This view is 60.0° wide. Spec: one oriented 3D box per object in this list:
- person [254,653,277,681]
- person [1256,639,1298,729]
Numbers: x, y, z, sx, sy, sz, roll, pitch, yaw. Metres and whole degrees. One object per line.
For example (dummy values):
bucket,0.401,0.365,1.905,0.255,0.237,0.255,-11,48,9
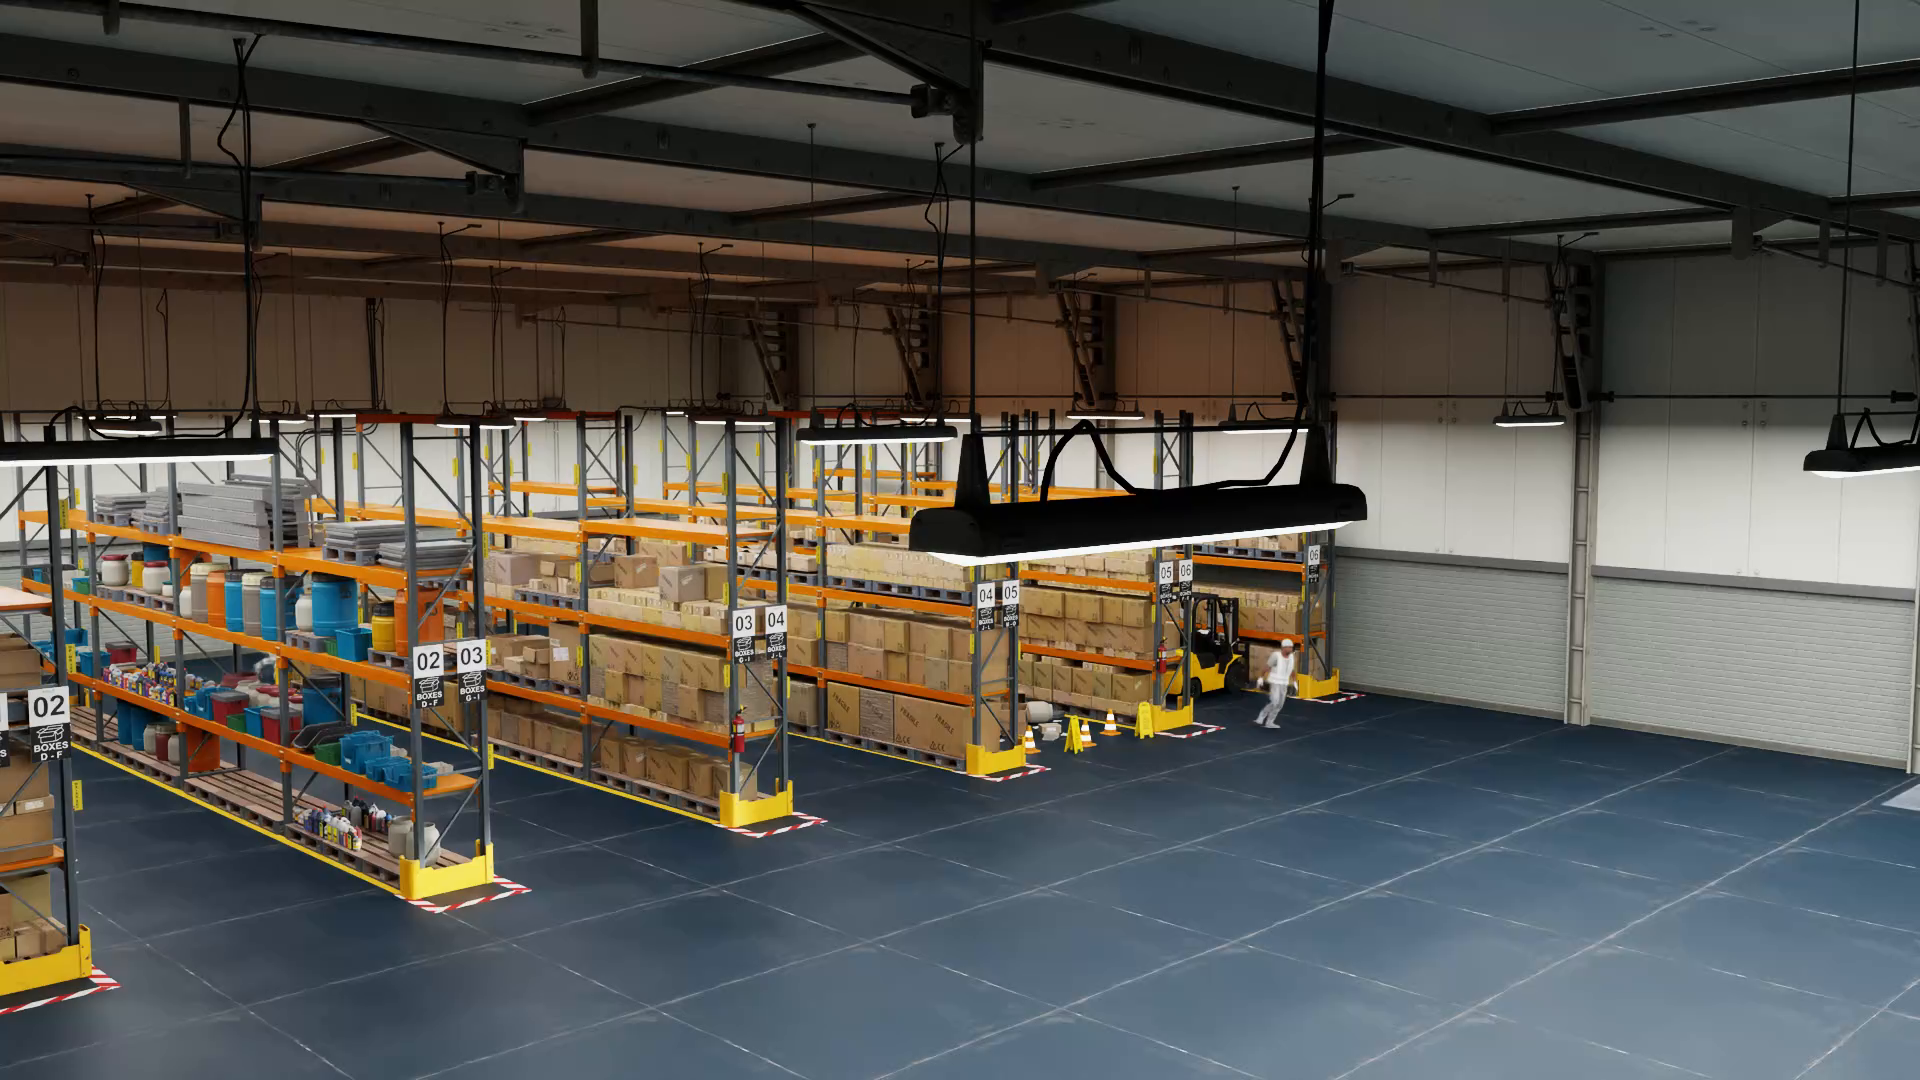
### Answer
person,-15.287,2.257,37.081,0.760,1.725,0.711,1,5,11
person,6.023,2.727,31.575,0.717,1.735,0.613,-3,6,-34
